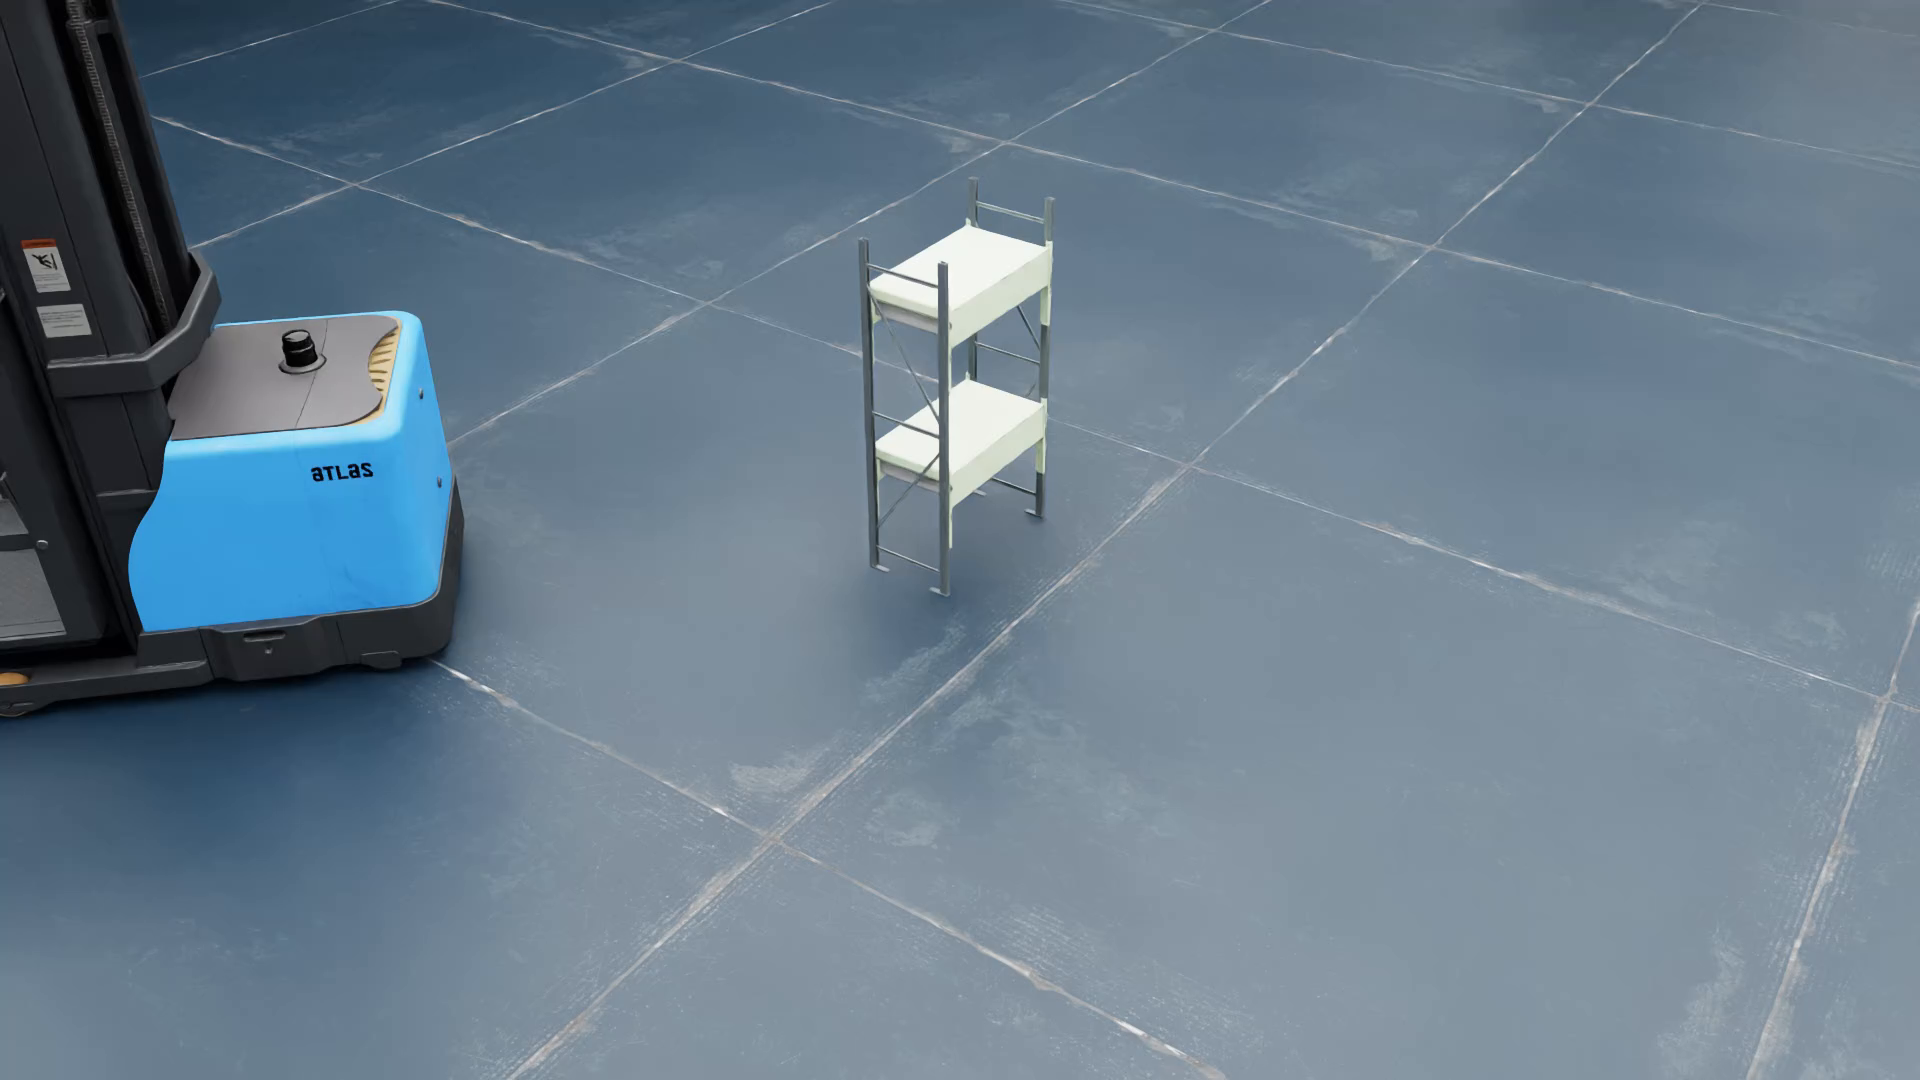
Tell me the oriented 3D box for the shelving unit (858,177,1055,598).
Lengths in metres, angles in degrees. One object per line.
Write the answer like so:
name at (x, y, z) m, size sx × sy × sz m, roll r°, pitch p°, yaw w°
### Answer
shelving unit at (-0.004, -0.618, 6.825) m, size 0.431 × 1.500 × 0.755 m, roll 21°, pitch 39°, yaw 28°

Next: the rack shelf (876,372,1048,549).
rack shelf at (-0.004, -0.348, 7.008) m, size 0.431 × 0.370 × 0.720 m, roll 21°, pitch 39°, yaw 28°

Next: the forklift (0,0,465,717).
forklift at (-3.572, -0.850, 5.890) m, size 3.031 × 2.935 × 1.130 m, roll -6°, pitch 35°, yaw -9°

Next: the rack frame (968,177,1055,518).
rack frame at (0.205, -0.787, 7.074) m, size 0.400 × 1.500 × 0.023 m, roll 21°, pitch 39°, yaw 28°

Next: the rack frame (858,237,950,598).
rack frame at (-0.212, -0.450, 6.576) m, size 0.400 × 1.500 × 0.023 m, roll 21°, pitch 39°, yaw 28°

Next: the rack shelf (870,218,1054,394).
rack shelf at (-0.004, -0.941, 6.607) m, size 0.431 × 0.370 × 0.720 m, roll 21°, pitch 39°, yaw 28°
